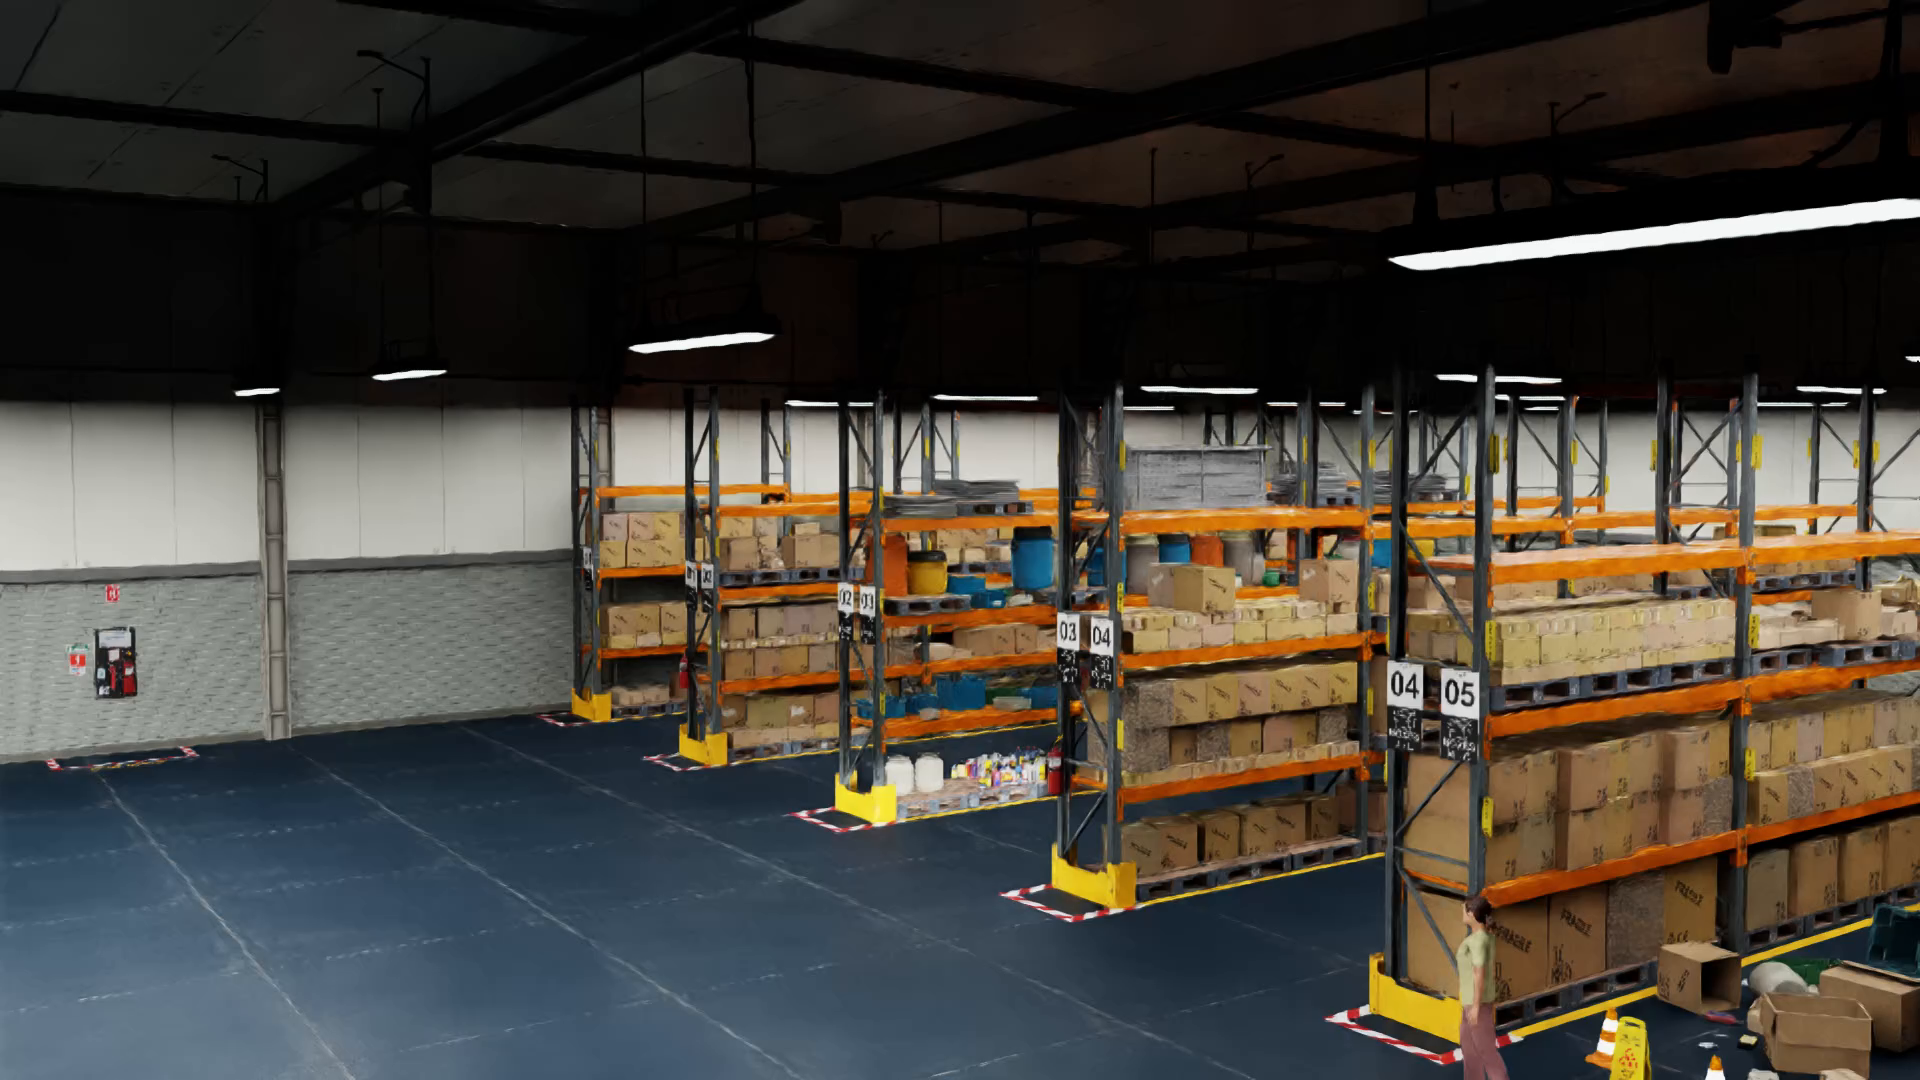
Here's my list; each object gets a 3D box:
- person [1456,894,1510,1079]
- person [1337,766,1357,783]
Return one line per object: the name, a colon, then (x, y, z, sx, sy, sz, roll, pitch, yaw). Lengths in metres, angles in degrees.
person: (4.047, 3.569, 12.798, 0.535, 1.662, 0.562, 2, 4, 26)
person: (5.548, 2.884, 23.841, 0.588, 1.663, 0.560, -1, 3, -8)
